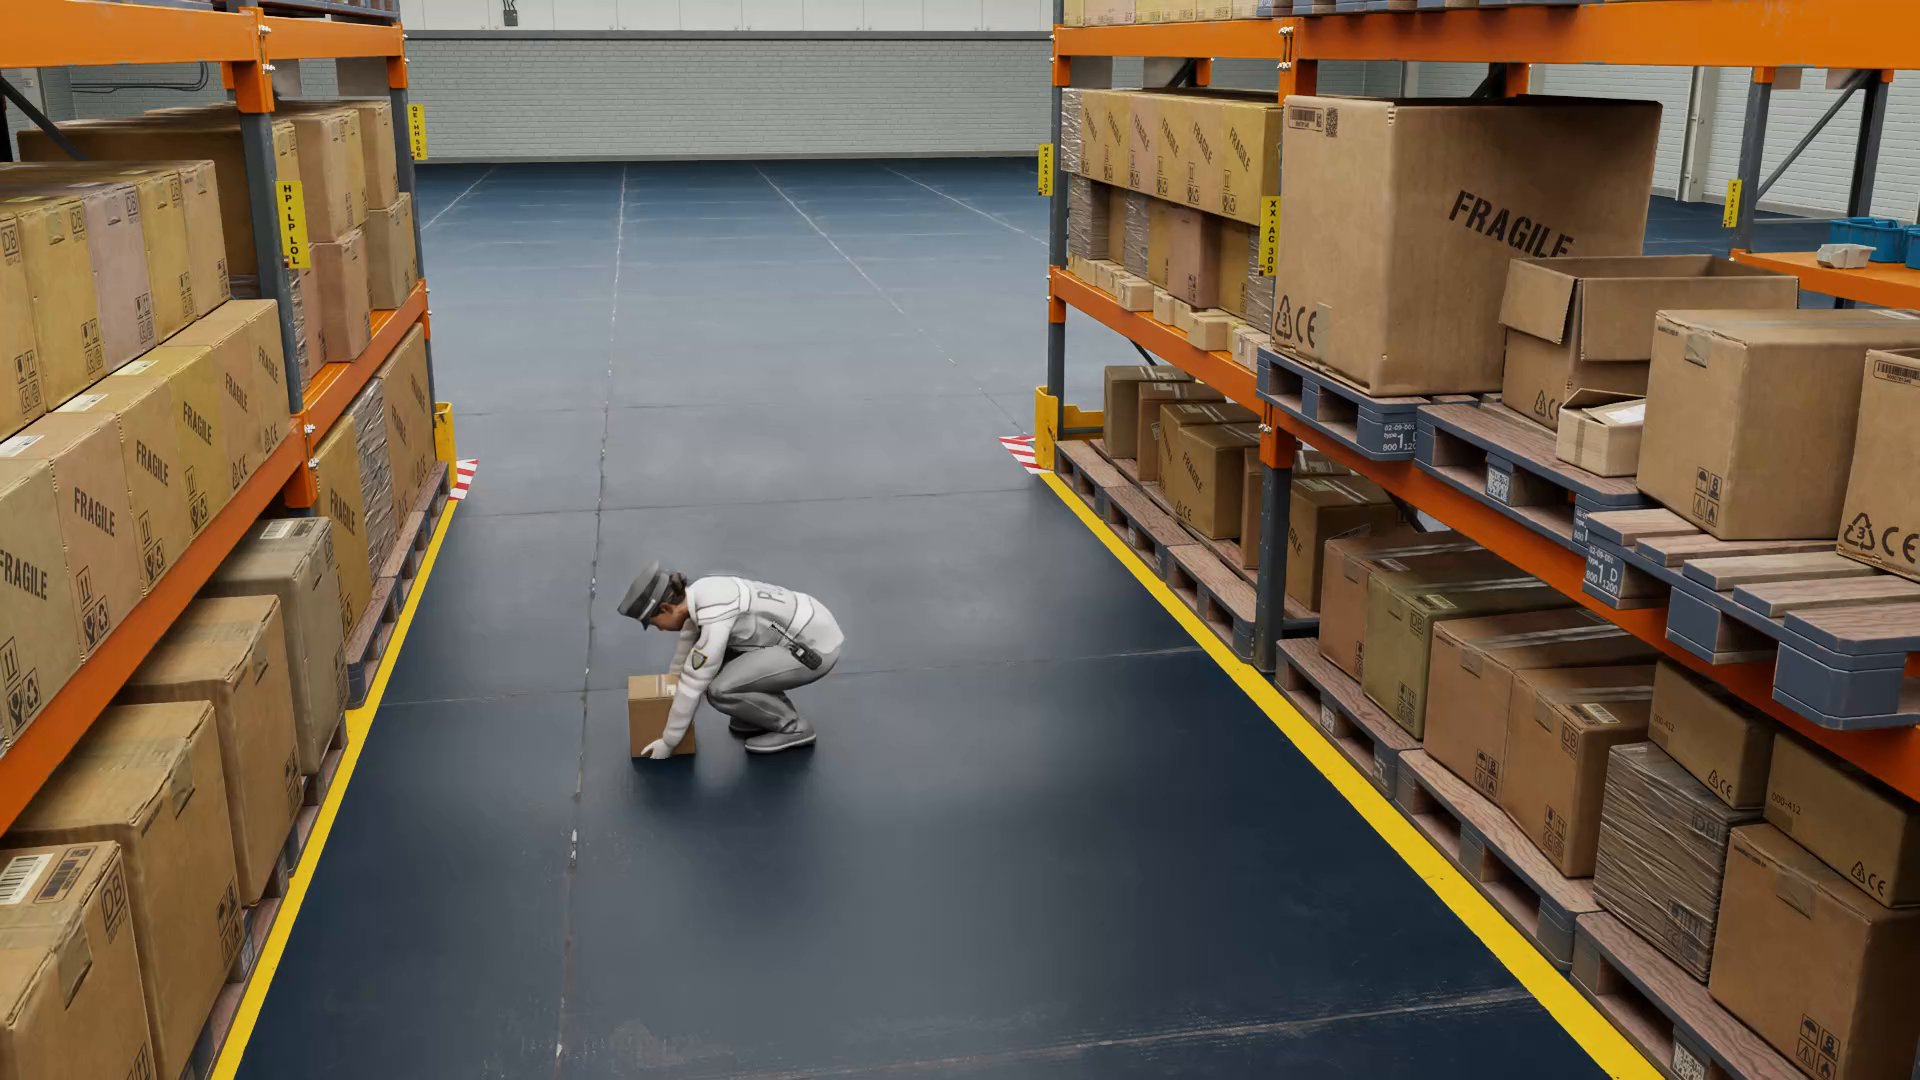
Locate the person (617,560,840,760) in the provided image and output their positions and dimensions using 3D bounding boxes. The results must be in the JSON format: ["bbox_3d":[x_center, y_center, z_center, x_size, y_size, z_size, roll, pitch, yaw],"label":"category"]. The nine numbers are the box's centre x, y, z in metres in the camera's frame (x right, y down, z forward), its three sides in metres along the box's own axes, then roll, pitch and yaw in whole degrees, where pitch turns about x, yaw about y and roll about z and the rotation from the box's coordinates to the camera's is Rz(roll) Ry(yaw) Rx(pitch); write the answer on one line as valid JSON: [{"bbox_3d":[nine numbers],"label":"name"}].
[{"bbox_3d":[-0.911,0.550,6.654,0.869,0.673,0.468,-3,17,-11],"label":"person"}]
